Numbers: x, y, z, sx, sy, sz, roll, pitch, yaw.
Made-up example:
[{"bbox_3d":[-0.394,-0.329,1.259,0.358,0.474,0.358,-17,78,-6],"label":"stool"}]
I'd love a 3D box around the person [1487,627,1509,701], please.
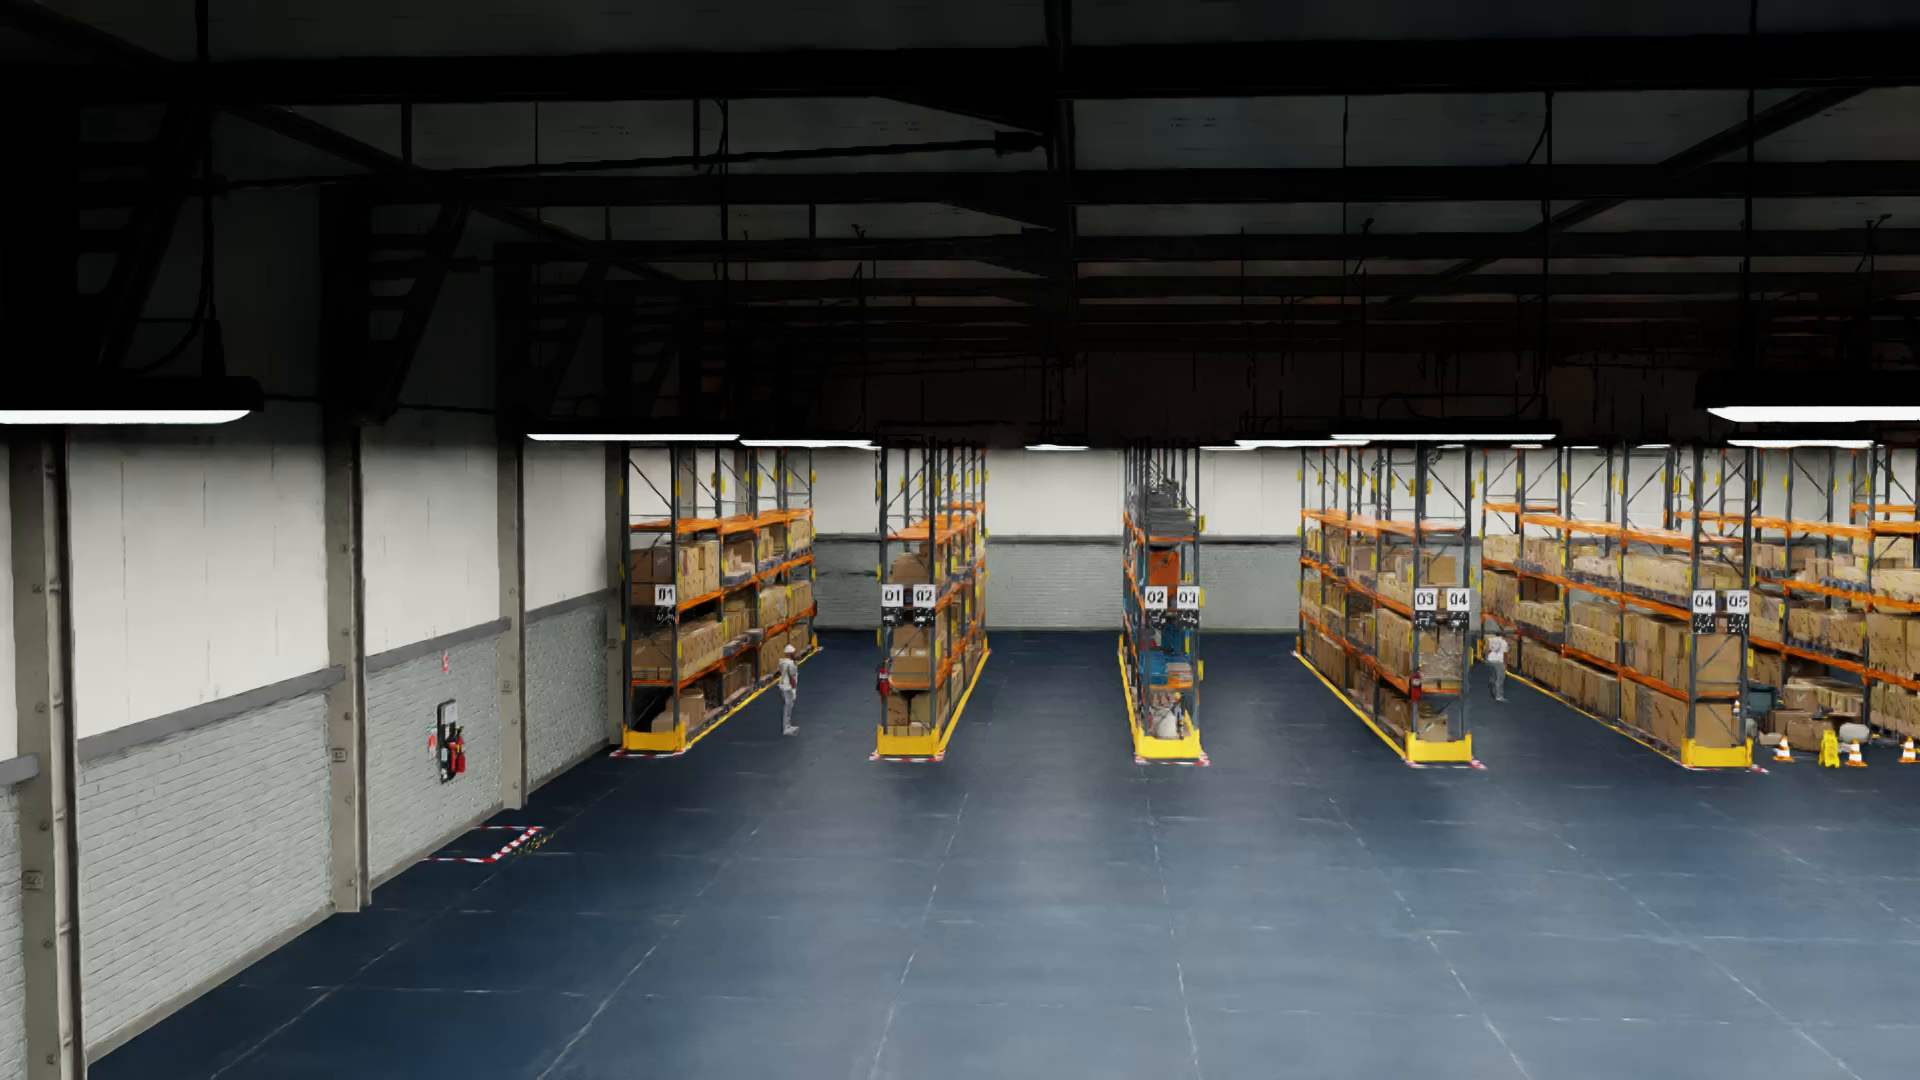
[{"bbox_3d":[12.402,2.834,38.280,0.449,1.671,0.533,-1,3,-26],"label":"person"}]

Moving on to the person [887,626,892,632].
[{"bbox_3d":[-2.011,2.124,51.820,0.530,1.671,0.520,-2,4,-33],"label":"person"}]

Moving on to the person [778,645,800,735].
[{"bbox_3d":[-3.423,3.010,33.633,0.475,1.789,0.637,-1,3,-25],"label":"person"}]
